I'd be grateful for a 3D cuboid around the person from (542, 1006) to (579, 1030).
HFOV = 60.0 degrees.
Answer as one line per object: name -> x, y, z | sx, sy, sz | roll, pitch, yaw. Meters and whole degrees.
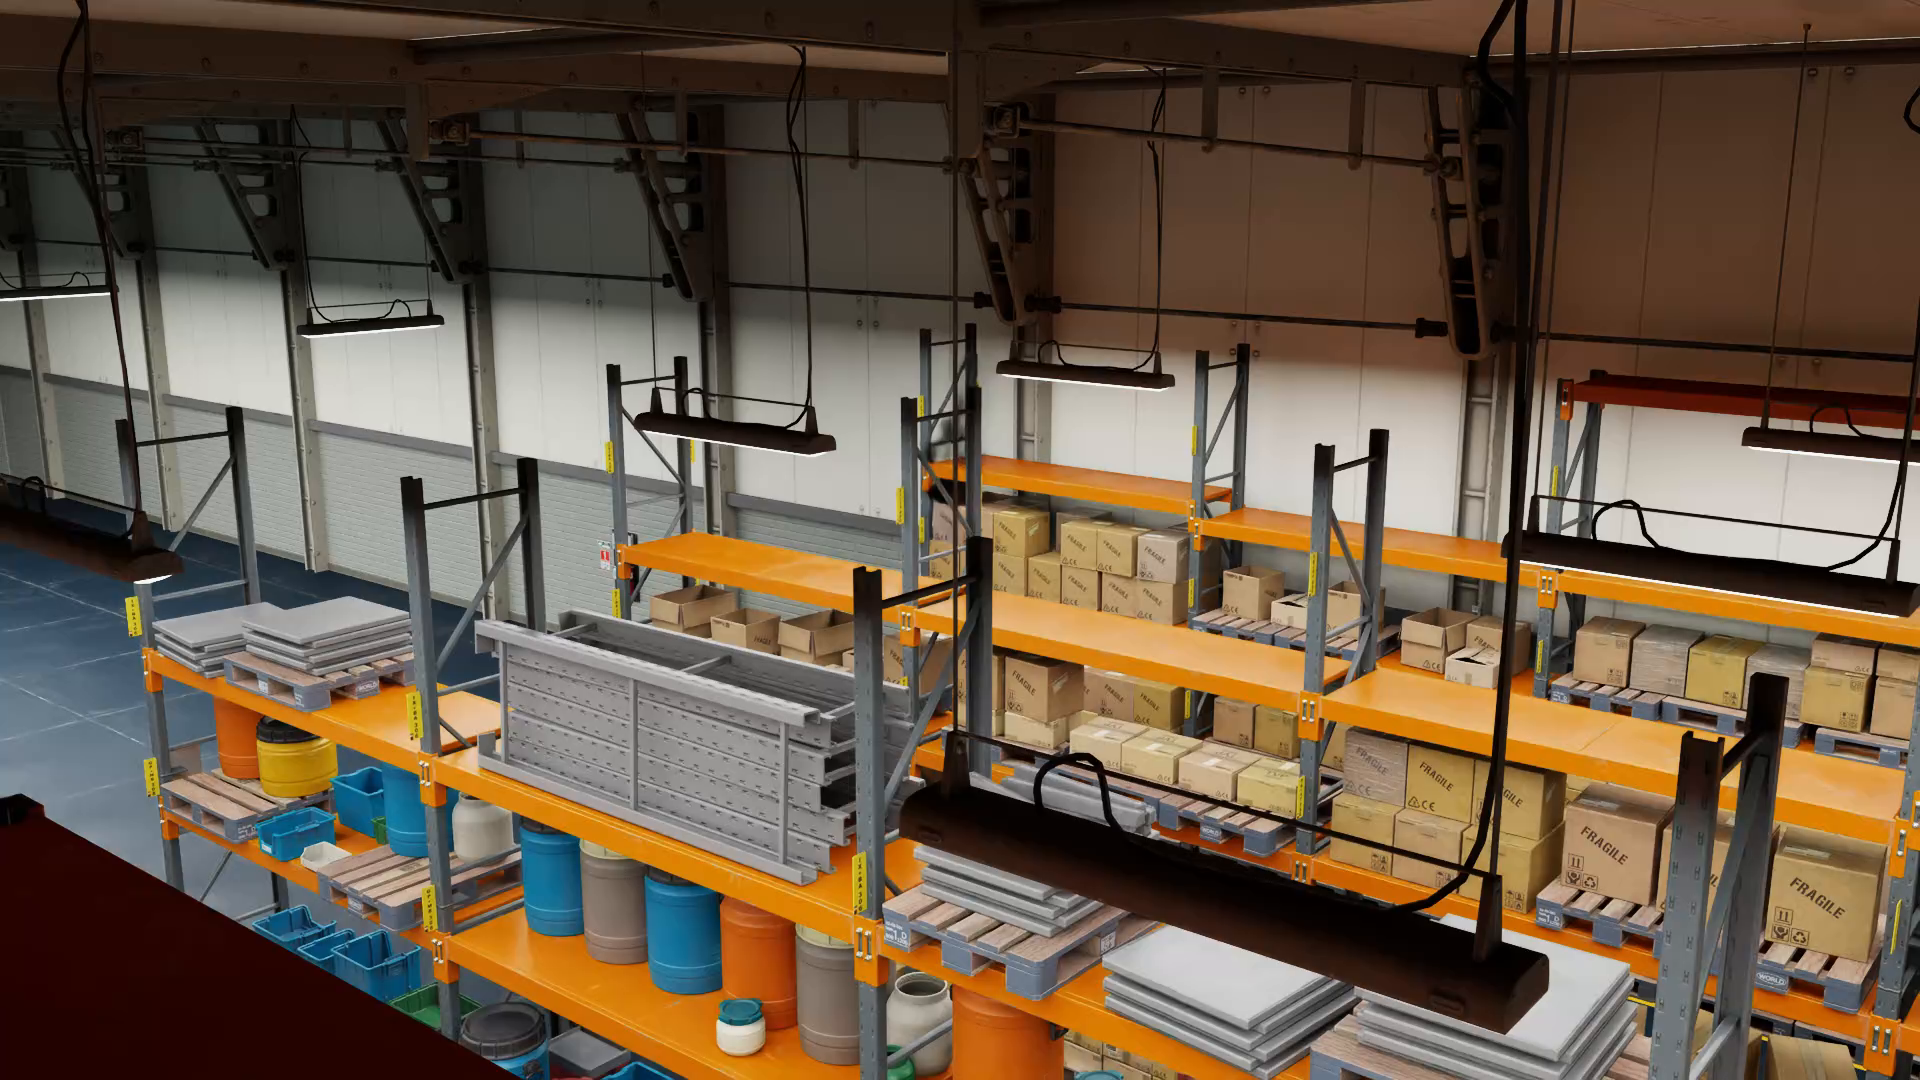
person -> -3.507, 3.967, 14.892 | 0.794, 1.711, 0.701 | 9, 15, 34
